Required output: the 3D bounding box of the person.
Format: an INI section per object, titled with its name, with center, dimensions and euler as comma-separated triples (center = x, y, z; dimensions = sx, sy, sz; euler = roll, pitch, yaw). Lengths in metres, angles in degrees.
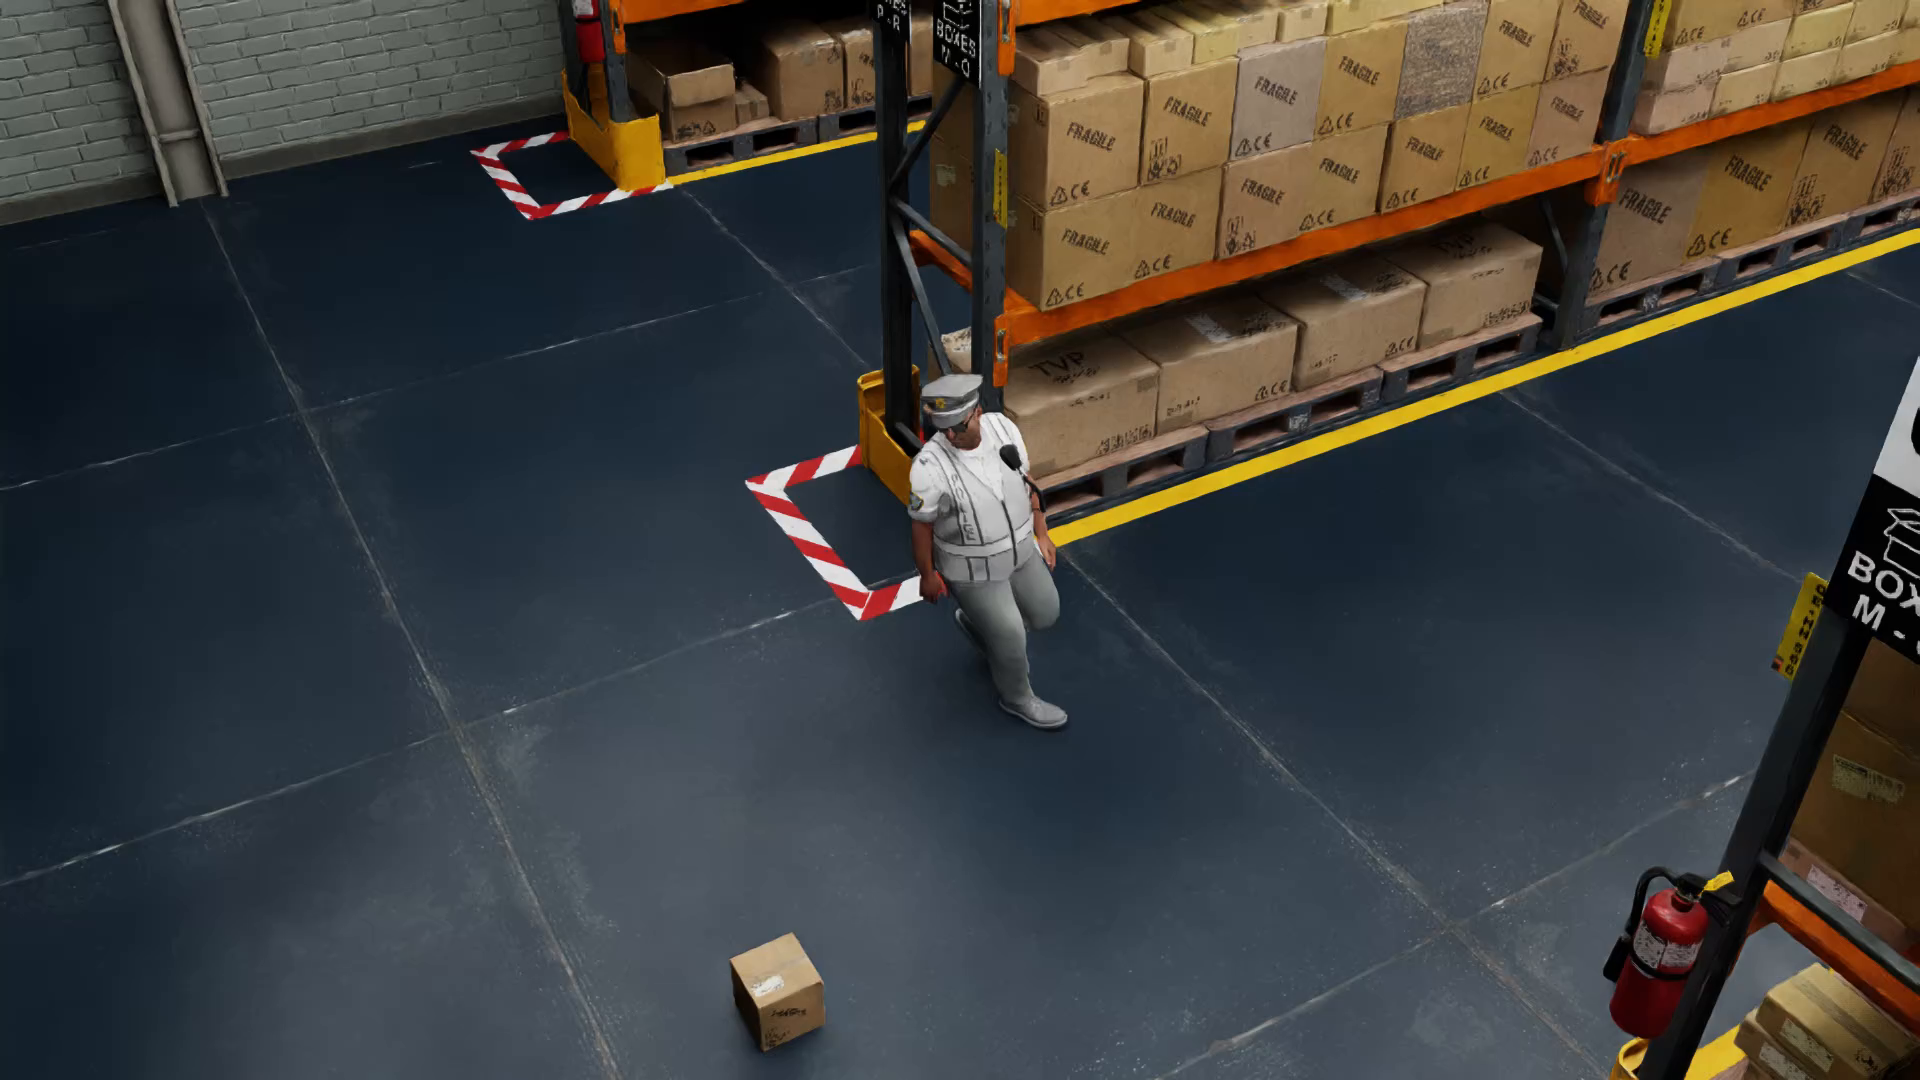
[person]
center = 0.117, 0.067, 6.863
dimensions = 0.590, 1.701, 0.655
euler = -31, 46, -34
